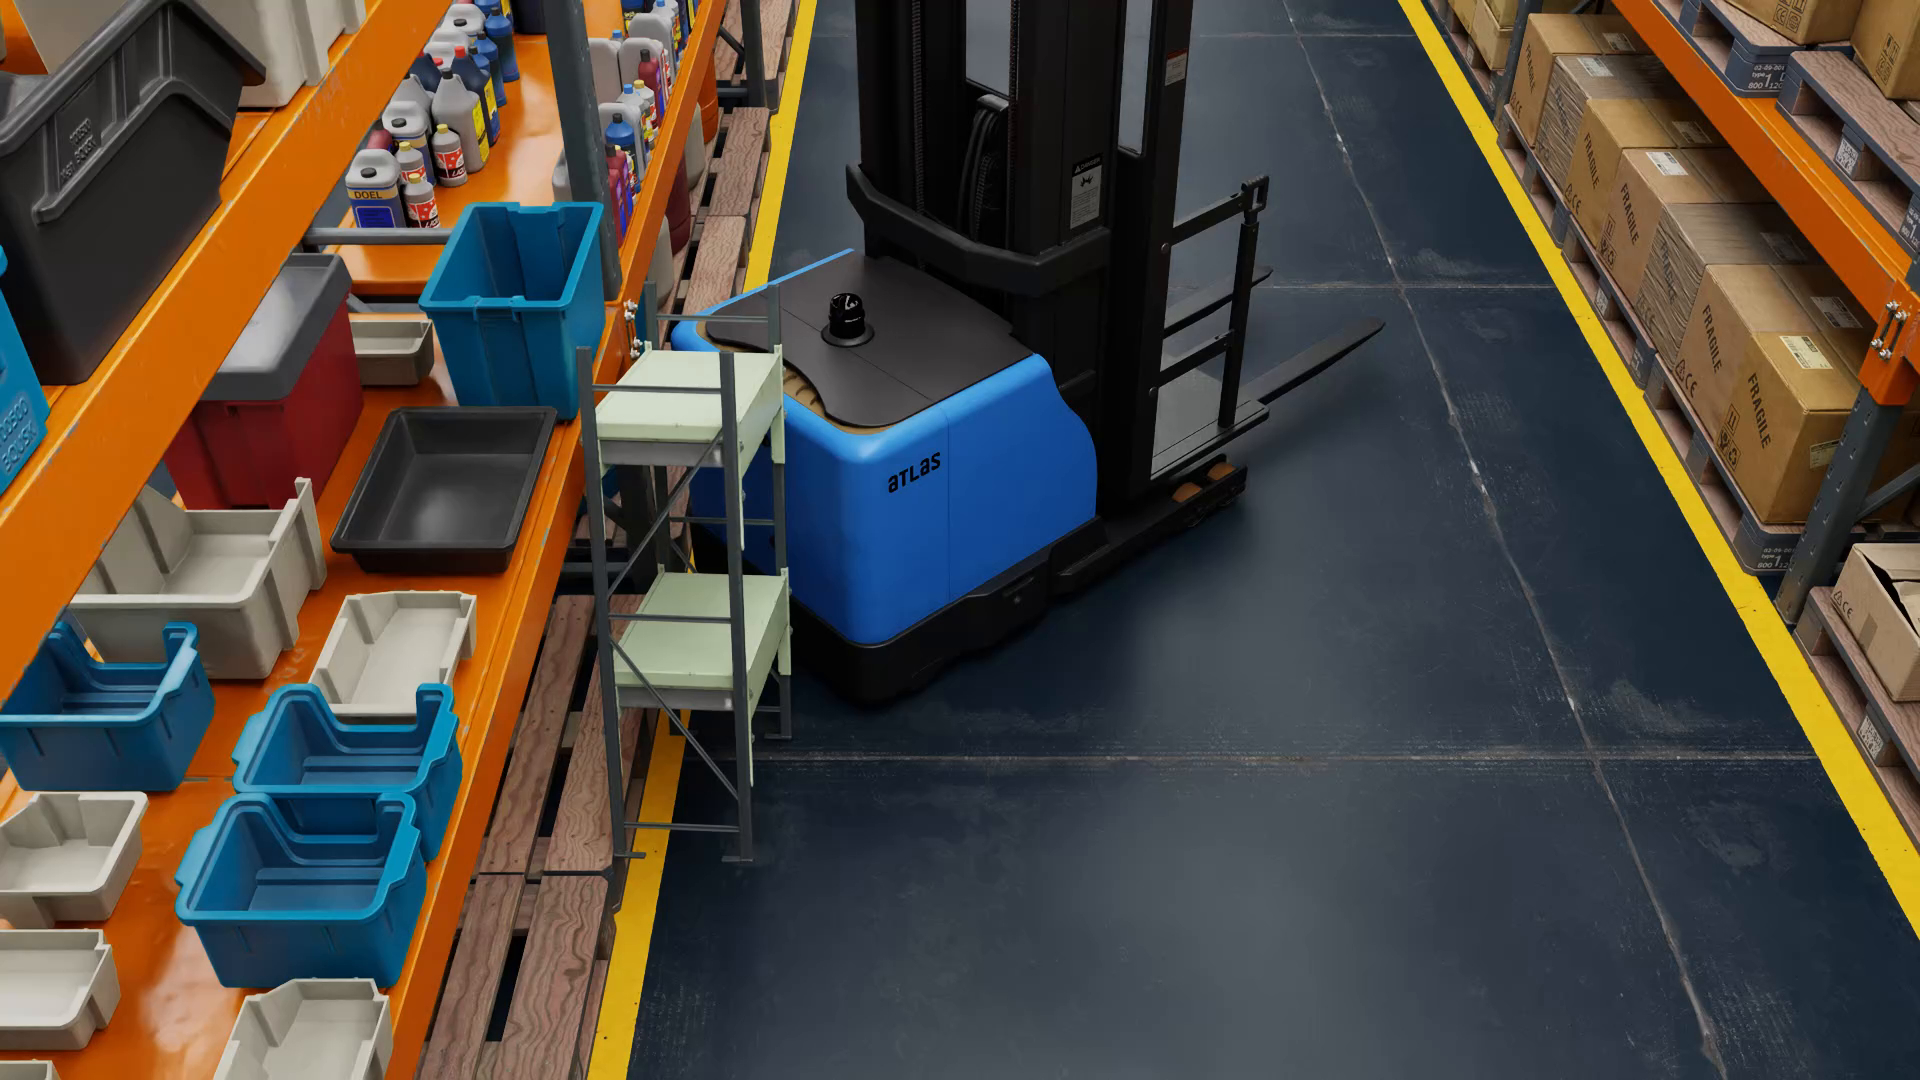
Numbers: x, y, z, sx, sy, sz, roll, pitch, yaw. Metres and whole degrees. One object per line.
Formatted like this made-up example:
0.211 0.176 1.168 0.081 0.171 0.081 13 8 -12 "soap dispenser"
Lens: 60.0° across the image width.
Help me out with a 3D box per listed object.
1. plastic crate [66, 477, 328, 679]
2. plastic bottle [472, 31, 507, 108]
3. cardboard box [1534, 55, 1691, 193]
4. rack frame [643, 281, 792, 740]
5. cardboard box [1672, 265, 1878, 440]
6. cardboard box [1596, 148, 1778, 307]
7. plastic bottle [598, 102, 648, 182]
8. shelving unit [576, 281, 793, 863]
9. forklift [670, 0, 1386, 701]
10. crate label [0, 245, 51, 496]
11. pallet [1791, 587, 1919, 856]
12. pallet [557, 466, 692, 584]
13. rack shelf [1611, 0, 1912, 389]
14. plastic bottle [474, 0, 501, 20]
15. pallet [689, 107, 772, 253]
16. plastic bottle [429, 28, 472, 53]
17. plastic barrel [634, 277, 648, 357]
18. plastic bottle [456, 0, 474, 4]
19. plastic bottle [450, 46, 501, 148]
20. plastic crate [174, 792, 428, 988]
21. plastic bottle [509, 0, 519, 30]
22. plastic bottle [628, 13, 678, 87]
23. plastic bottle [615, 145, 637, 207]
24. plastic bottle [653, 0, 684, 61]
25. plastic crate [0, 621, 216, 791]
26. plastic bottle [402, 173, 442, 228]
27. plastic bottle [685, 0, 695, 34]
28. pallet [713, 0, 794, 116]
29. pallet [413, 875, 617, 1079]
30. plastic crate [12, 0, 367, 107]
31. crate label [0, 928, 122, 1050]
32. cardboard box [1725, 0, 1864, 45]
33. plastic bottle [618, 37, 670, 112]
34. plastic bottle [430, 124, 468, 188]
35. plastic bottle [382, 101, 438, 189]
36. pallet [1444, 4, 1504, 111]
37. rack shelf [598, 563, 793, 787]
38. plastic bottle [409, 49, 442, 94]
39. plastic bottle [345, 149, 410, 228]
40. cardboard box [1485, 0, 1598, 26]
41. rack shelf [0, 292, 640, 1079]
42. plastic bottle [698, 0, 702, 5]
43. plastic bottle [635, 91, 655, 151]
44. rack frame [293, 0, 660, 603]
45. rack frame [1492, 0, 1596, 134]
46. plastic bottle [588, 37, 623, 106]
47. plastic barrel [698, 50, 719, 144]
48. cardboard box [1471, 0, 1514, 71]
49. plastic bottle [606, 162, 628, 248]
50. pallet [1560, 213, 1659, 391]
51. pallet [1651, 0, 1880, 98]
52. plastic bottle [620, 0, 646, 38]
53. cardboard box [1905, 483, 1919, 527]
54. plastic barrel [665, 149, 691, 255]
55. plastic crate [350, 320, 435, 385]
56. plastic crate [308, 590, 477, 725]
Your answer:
-1.722 0.076 3.803 0.437 0.282 0.530 0 39 0 "plastic crate"
-1.740 -1.737 6.122 0.097 0.271 0.097 0 39 0 "plastic bottle"
3.130 -1.988 7.980 0.500 0.500 0.500 -1 39 -2 "cardboard box"
-0.739 -0.056 5.161 0.400 1.500 0.023 2 22 3 "rack frame"
3.134 -0.717 6.393 0.500 0.500 0.500 0 39 0 "cardboard box"
3.131 -1.348 7.181 0.500 0.500 0.500 -1 39 -2 "cardboard box"
-1.160 -1.372 5.662 0.152 0.276 0.135 0 39 0 "plastic bottle"
-0.760 0.080 4.821 0.431 1.500 0.755 2 22 3 "shelving unit"
0.465 -1.410 5.666 3.031 2.935 1.130 -30 47 -32 "forklift"
-1.213 -0.090 1.684 0.408 0.251 0.502 0 39 0 "crate label"
3.413 0.615 5.314 1.003 0.211 1.213 0 39 0 "pallet"
-1.499 -0.296 6.451 1.003 0.211 1.213 0 39 0 "pallet"
3.411 -1.873 6.764 1.077 0.370 4.000 0 39 0 "rack shelf"
-1.832 -2.027 6.483 0.097 0.271 0.097 0 39 0 "plastic bottle"
-1.502 -1.822 8.355 1.003 0.211 1.213 0 39 0 "pallet"
-1.865 -1.728 6.106 0.152 0.276 0.135 0 39 0 "plastic bottle"
-1.524 -1.030 6.479 0.600 0.901 0.708 0 39 0 "plastic barrel"
-1.911 -2.020 6.465 0.061 0.283 0.133 0 39 0 "plastic bottle"
-1.724 -1.573 5.853 0.144 0.351 0.185 0 39 0 "plastic bottle"
-1.208 0.664 3.109 0.416 0.233 0.300 0 39 0 "plastic crate"
-1.866 -2.217 6.717 0.152 0.276 0.135 0 39 0 "plastic bottle"
-1.161 -1.867 6.280 0.152 0.276 0.135 0 39 0 "plastic bottle"
-1.132 -1.209 5.519 0.097 0.201 0.097 0 39 0 "plastic bottle"
-1.133 -1.999 6.448 0.097 0.271 0.097 0 39 0 "plastic bottle"
-1.794 0.357 3.491 0.416 0.233 0.300 0 39 0 "plastic crate"
-1.739 -1.082 5.361 0.097 0.201 0.097 0 39 0 "plastic bottle"
-1.116 -2.191 6.679 0.061 0.283 0.133 0 39 0 "plastic bottle"
-1.506 -2.799 9.575 1.003 0.211 1.213 0 39 0 "pallet"
-1.496 1.411 4.320 1.003 0.211 1.213 0 39 0 "pallet"
-1.229 -0.911 2.684 0.437 0.282 0.530 0 39 0 "plastic crate"
-1.728 0.814 2.999 0.396 0.136 0.243 0 39 0 "crate label"
3.350 -2.211 6.194 0.700 0.500 0.500 -9 40 -11 "cardboard box"
-1.160 -1.722 6.099 0.152 0.276 0.135 0 39 0 "plastic bottle"
-1.739 -1.311 5.646 0.097 0.201 0.097 0 39 0 "plastic bottle"
-1.864 -1.328 5.608 0.152 0.276 0.135 0 39 0 "plastic bottle"
3.447 -2.831 9.614 1.003 0.211 1.213 0 39 0 "pallet"
-0.764 0.382 4.942 0.431 0.370 0.720 2 22 3 "rack shelf"
-1.868 -1.573 5.853 0.144 0.351 0.185 0 39 0 "plastic bottle"
-1.863 -1.100 5.323 0.152 0.276 0.135 0 39 0 "plastic bottle"
3.162 -3.042 9.061 0.500 0.311 0.500 1 39 1 "cardboard box"
-1.537 0.630 3.641 1.077 0.370 4.000 0 39 0 "rack shelf"
-1.116 -2.390 6.927 0.061 0.283 0.133 0 39 0 "plastic bottle"
-1.133 -1.476 5.852 0.097 0.201 0.097 0 39 0 "plastic bottle"
-1.540 -0.902 4.977 1.000 3.000 0.127 0 39 0 "rack frame"
3.409 -3.404 8.100 1.000 3.000 0.127 0 39 0 "rack frame"
-1.312 -1.722 6.099 0.152 0.276 0.135 0 39 0 "plastic bottle"
-1.527 -2.414 8.264 0.600 0.830 0.708 0 39 0 "plastic barrel"
3.164 -2.824 9.238 0.500 0.250 0.500 1 39 1 "cardboard box"
-1.114 -1.086 5.300 0.061 0.283 0.133 0 39 0 "plastic bottle"
3.371 -1.088 7.439 1.003 0.211 1.213 0 39 0 "pallet"
3.416 -2.113 6.642 1.003 0.211 1.213 0 39 0 "pallet"
-1.278 -2.060 6.524 0.097 0.271 0.097 0 39 0 "plastic bottle"
3.657 -0.402 6.000 0.500 0.500 0.500 -2 39 -2 "cardboard box"
-1.525 -1.614 7.458 0.600 0.588 0.708 0 39 0 "plastic barrel"
-1.682 -0.531 4.677 0.396 0.136 0.243 0 39 0 "plastic crate"
-1.237 0.266 3.682 0.293 0.136 0.466 0 39 0 "plastic crate"
